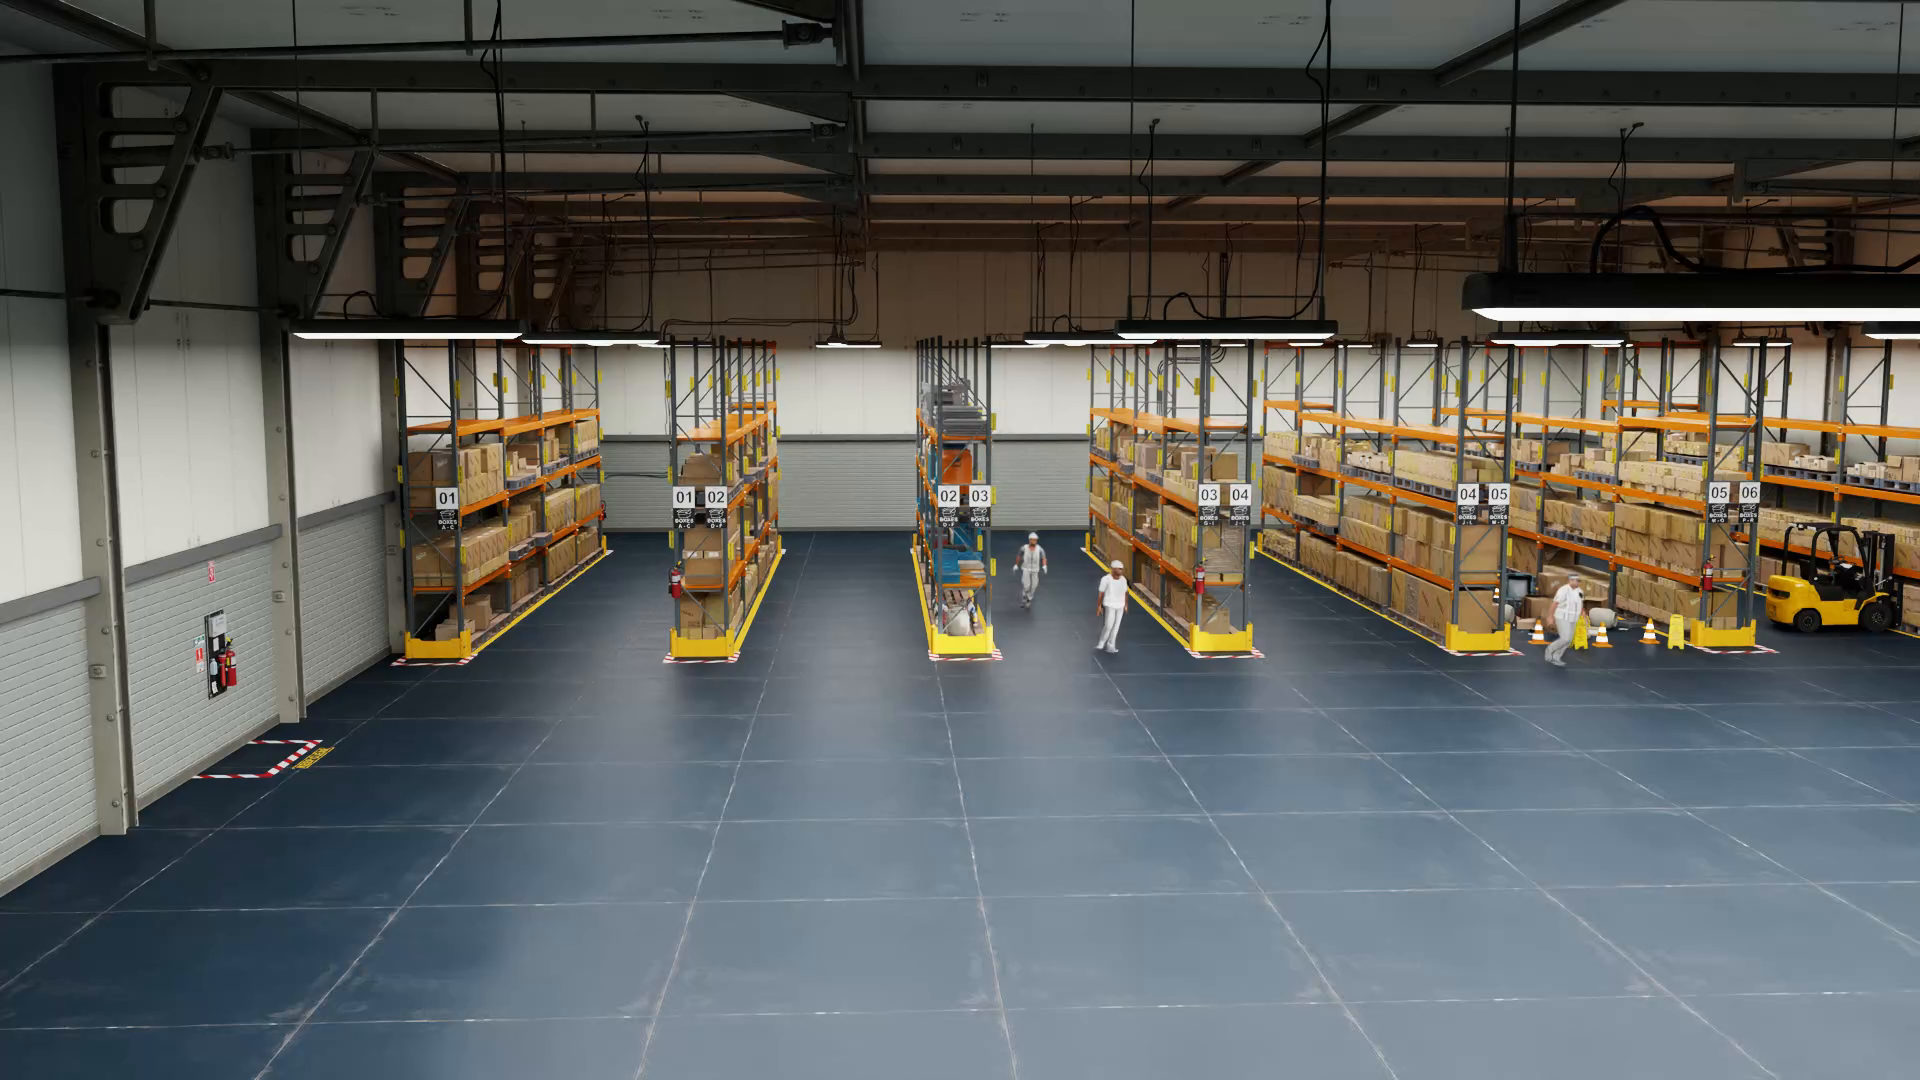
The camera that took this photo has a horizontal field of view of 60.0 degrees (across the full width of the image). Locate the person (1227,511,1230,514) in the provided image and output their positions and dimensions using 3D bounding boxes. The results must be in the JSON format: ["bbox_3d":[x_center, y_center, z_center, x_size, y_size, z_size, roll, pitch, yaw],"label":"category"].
[{"bbox_3d":[8.357,-0.838,50.319,0.725,1.785,0.674,3,7,25],"label":"person"}]

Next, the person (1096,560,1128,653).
[{"bbox_3d":[2.883,1.260,31.548,0.636,1.759,0.448,-4,8,-31],"label":"person"}]

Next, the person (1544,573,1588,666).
[{"bbox_3d":[11.031,1.434,30.252,0.667,1.740,0.590,-3,7,-27],"label":"person"}]

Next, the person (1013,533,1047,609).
[{"bbox_3d":[1.568,0.697,36.564,0.666,1.724,0.792,-1,7,-10],"label":"person"}]
